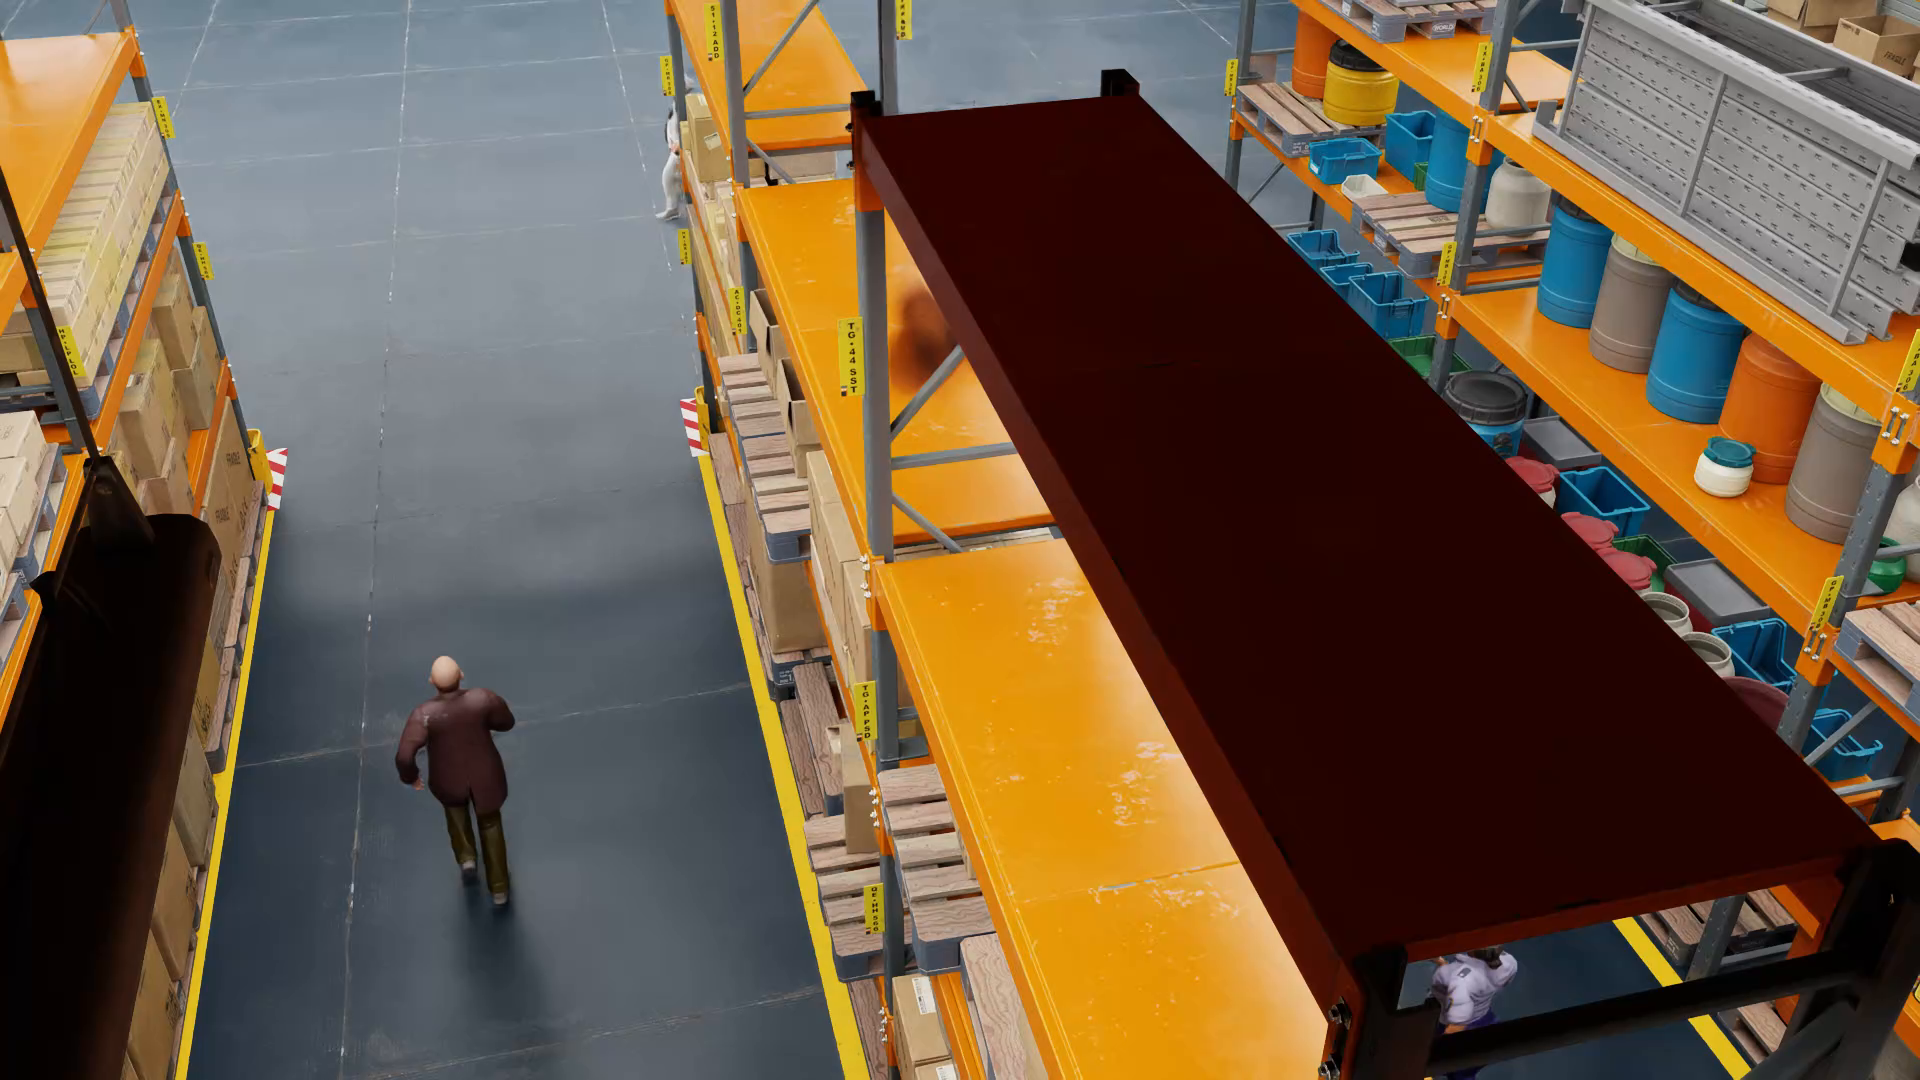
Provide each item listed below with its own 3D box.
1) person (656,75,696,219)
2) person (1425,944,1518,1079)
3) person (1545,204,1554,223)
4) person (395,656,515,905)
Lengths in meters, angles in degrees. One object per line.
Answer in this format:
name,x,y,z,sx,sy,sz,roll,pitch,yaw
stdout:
person,-3.106,-4.498,19.156,1.012,1.780,0.642,10,36,14
person,2.609,2.604,8.844,0.601,1.625,0.648,-15,37,-21
person,6.396,-4.054,18.540,0.852,1.696,0.585,10,36,15
person,-3.096,1.467,10.371,0.731,1.827,0.780,-12,36,-17
